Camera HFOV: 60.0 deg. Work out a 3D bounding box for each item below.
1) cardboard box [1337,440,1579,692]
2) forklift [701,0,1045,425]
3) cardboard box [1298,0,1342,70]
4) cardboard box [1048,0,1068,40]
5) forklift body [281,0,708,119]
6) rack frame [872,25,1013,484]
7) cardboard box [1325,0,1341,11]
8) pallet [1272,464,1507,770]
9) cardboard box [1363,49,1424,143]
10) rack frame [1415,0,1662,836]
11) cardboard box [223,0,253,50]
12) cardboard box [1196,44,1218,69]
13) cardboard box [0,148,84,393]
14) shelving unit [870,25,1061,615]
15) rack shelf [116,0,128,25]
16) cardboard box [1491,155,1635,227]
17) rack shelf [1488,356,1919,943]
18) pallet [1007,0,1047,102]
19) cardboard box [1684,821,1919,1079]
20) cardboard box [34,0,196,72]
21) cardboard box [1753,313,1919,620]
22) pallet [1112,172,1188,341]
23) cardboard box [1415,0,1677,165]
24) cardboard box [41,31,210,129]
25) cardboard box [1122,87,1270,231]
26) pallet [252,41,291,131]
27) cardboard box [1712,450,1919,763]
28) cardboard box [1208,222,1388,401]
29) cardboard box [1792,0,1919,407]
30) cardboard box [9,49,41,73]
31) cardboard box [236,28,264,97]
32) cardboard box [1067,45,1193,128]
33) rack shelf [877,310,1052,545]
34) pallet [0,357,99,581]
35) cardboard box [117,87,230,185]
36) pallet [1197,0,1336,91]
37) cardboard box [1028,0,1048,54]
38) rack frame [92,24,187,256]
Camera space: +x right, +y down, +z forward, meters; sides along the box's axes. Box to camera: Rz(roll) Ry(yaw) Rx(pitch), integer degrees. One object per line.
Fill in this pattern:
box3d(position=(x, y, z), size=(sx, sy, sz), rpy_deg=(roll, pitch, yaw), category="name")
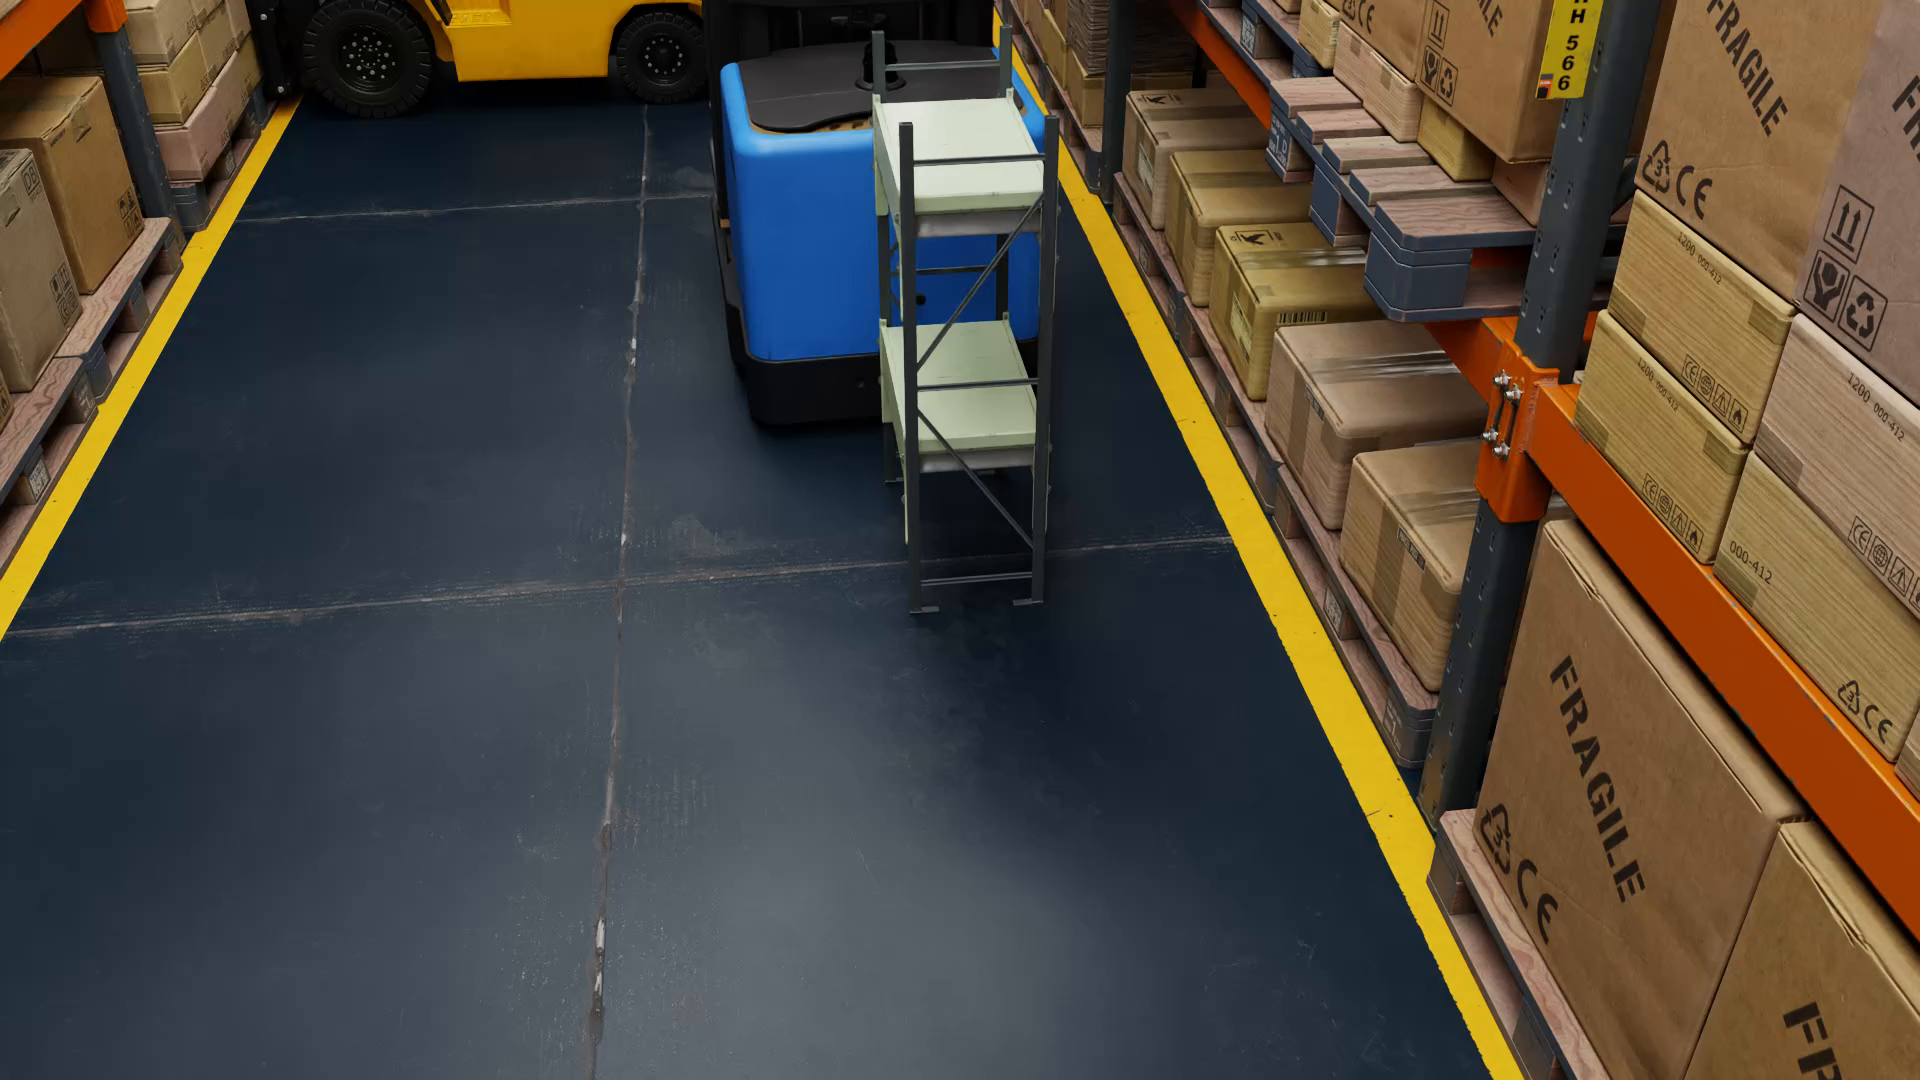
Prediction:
box3d(position=(1.606, 0.026, 4.509), size=(0.950, 0.372, 0.625), rpy_deg=(-7, 35, -10), category="cardboard box")
box3d(position=(-0.462, -2.429, 6.211), size=(1.130, 2.935, 3.031), rpy_deg=(-6, 35, -8), category="forklift")
box3d(position=(1.132, -1.381, 4.462), size=(0.380, 0.149, 0.250), rpy_deg=(-4, 34, -6), category="cardboard box")
box3d(position=(0.718, -2.744, 8.015), size=(0.500, 0.500, 0.500), rpy_deg=(-4, 34, -6), category="cardboard box")
box3d(position=(-2.259, -3.386, 8.309), size=(2.313, 2.155, 1.214), rpy_deg=(-4, 35, -6), category="forklift body")
box3d(position=(-0.050, -0.828, 5.133), size=(0.400, 1.500, 0.023), rpy_deg=(-4, 35, -6), category="rack frame")
box3d(position=(1.186, -1.710, 4.370), size=(0.500, 0.500, 0.500), rpy_deg=(-7, 35, -10), category="cardboard box")
box3d(position=(1.568, 0.145, 4.849), size=(1.003, 0.211, 1.213), rpy_deg=(-4, 35, -6), category="pallet")
box3d(position=(1.209, -1.087, 4.031), size=(0.380, 0.149, 0.250), rpy_deg=(-5, 35, -7), category="cardboard box")
box3d(position=(1.672, -0.571, 3.424), size=(1.000, 3.000, 0.127), rpy_deg=(-4, 35, -6), category="rack frame")
box3d(position=(-3.669, -2.524, 7.915), size=(0.500, 0.250, 0.500), rpy_deg=(-5, 35, -7), category="cardboard box")
box3d(position=(1.322, -2.500, 7.657), size=(0.500, 0.500, 0.500), rpy_deg=(-3, 34, -4), category="cardboard box")
box3d(position=(-3.606, -0.893, 5.633), size=(0.875, 0.625, 0.625), rpy_deg=(-5, 35, -7), category="cardboard box")
box3d(position=(-0.001, -0.623, 4.833), size=(0.431, 1.500, 0.755), rpy_deg=(-4, 35, -6), category="shelving unit")
box3d(position=(-4.053, -3.244, 7.985), size=(1.077, 0.370, 4.000), rpy_deg=(-4, 35, -6), category="rack shelf")
box3d(position=(1.395, -0.806, 3.619), size=(0.380, 0.149, 0.250), rpy_deg=(-3, 34, -5), category="cardboard box")
box3d(position=(1.941, 0.843, 1.989), size=(1.077, 0.370, 4.000), rpy_deg=(-4, 35, -6), category="rack shelf")
box3d(position=(0.841, -2.705, 9.032), size=(1.003, 0.211, 1.213), rpy_deg=(-4, 35, -6), category="pallet")
box3d(position=(1.798, 1.023, 2.598), size=(0.875, 0.875, 0.875), rpy_deg=(-4, 34, -6), category="cardboard box")
box3d(position=(-3.538, -2.169, 6.950), size=(0.500, 0.250, 0.500), rpy_deg=(-5, 35, -7), category="cardboard box")
box3d(position=(1.564, -0.125, 2.460), size=(0.500, 0.250, 0.500), rpy_deg=(-4, 34, -5), category="cardboard box")
box3d(position=(1.240, -1.216, 6.847), size=(1.003, 0.211, 1.213), rpy_deg=(-4, 35, -6), category="pallet")
box3d(position=(1.335, -1.141, 3.535), size=(0.500, 0.500, 0.500), rpy_deg=(-5, 35, -8), category="cardboard box")
box3d(position=(-3.543, -1.962, 7.090), size=(0.500, 0.250, 0.500), rpy_deg=(-5, 35, -7), category="cardboard box")
box3d(position=(1.207, -1.598, 6.892), size=(0.950, 0.372, 0.625), rpy_deg=(-4, 34, -6), category="cardboard box")
box3d(position=(-4.017, -2.402, 8.587), size=(1.003, 0.211, 1.213), rpy_deg=(-4, 35, -6), category="pallet")
box3d(position=(1.575, 0.069, 2.619), size=(0.500, 0.250, 0.500), rpy_deg=(-5, 35, -8), category="cardboard box")
box3d(position=(1.402, -0.809, 5.734), size=(0.950, 0.372, 0.625), rpy_deg=(-3, 34, -5), category="cardboard box")
box3d(position=(1.572, -0.455, 2.278), size=(0.500, 0.500, 0.500), rpy_deg=(-4, 35, -6), category="cardboard box")
box3d(position=(-4.042, -2.135, 6.901), size=(0.500, 0.250, 0.500), rpy_deg=(-4, 34, -5), category="cardboard box")
box3d(position=(-3.689, -2.325, 8.067), size=(0.500, 0.250, 0.500), rpy_deg=(-4, 34, -6), category="cardboard box")
box3d(position=(0.788, -2.150, 7.810), size=(0.500, 0.250, 0.500), rpy_deg=(-3, 34, -4), category="cardboard box")
box3d(position=(-0.001, -0.354, 5.017), size=(0.431, 0.370, 0.720), rpy_deg=(-4, 35, -6), category="rack shelf")
box3d(position=(-3.479, -0.182, 5.330), size=(1.003, 0.211, 1.213), rpy_deg=(-4, 35, -6), category="pallet")
box3d(position=(-3.521, -1.757, 7.234), size=(0.500, 0.250, 0.500), rpy_deg=(-4, 34, -6), category="cardboard box")
box3d(position=(1.365, -1.593, 5.094), size=(1.003, 0.211, 1.213), rpy_deg=(-4, 35, -6), category="pallet")
box3d(position=(0.643, -2.730, 8.661), size=(0.500, 0.250, 0.500), rpy_deg=(-4, 34, -6), category="cardboard box")
box3d(position=(-3.784, -2.425, 6.145), size=(1.000, 3.000, 0.127), rpy_deg=(-4, 35, -6), category="rack frame")
